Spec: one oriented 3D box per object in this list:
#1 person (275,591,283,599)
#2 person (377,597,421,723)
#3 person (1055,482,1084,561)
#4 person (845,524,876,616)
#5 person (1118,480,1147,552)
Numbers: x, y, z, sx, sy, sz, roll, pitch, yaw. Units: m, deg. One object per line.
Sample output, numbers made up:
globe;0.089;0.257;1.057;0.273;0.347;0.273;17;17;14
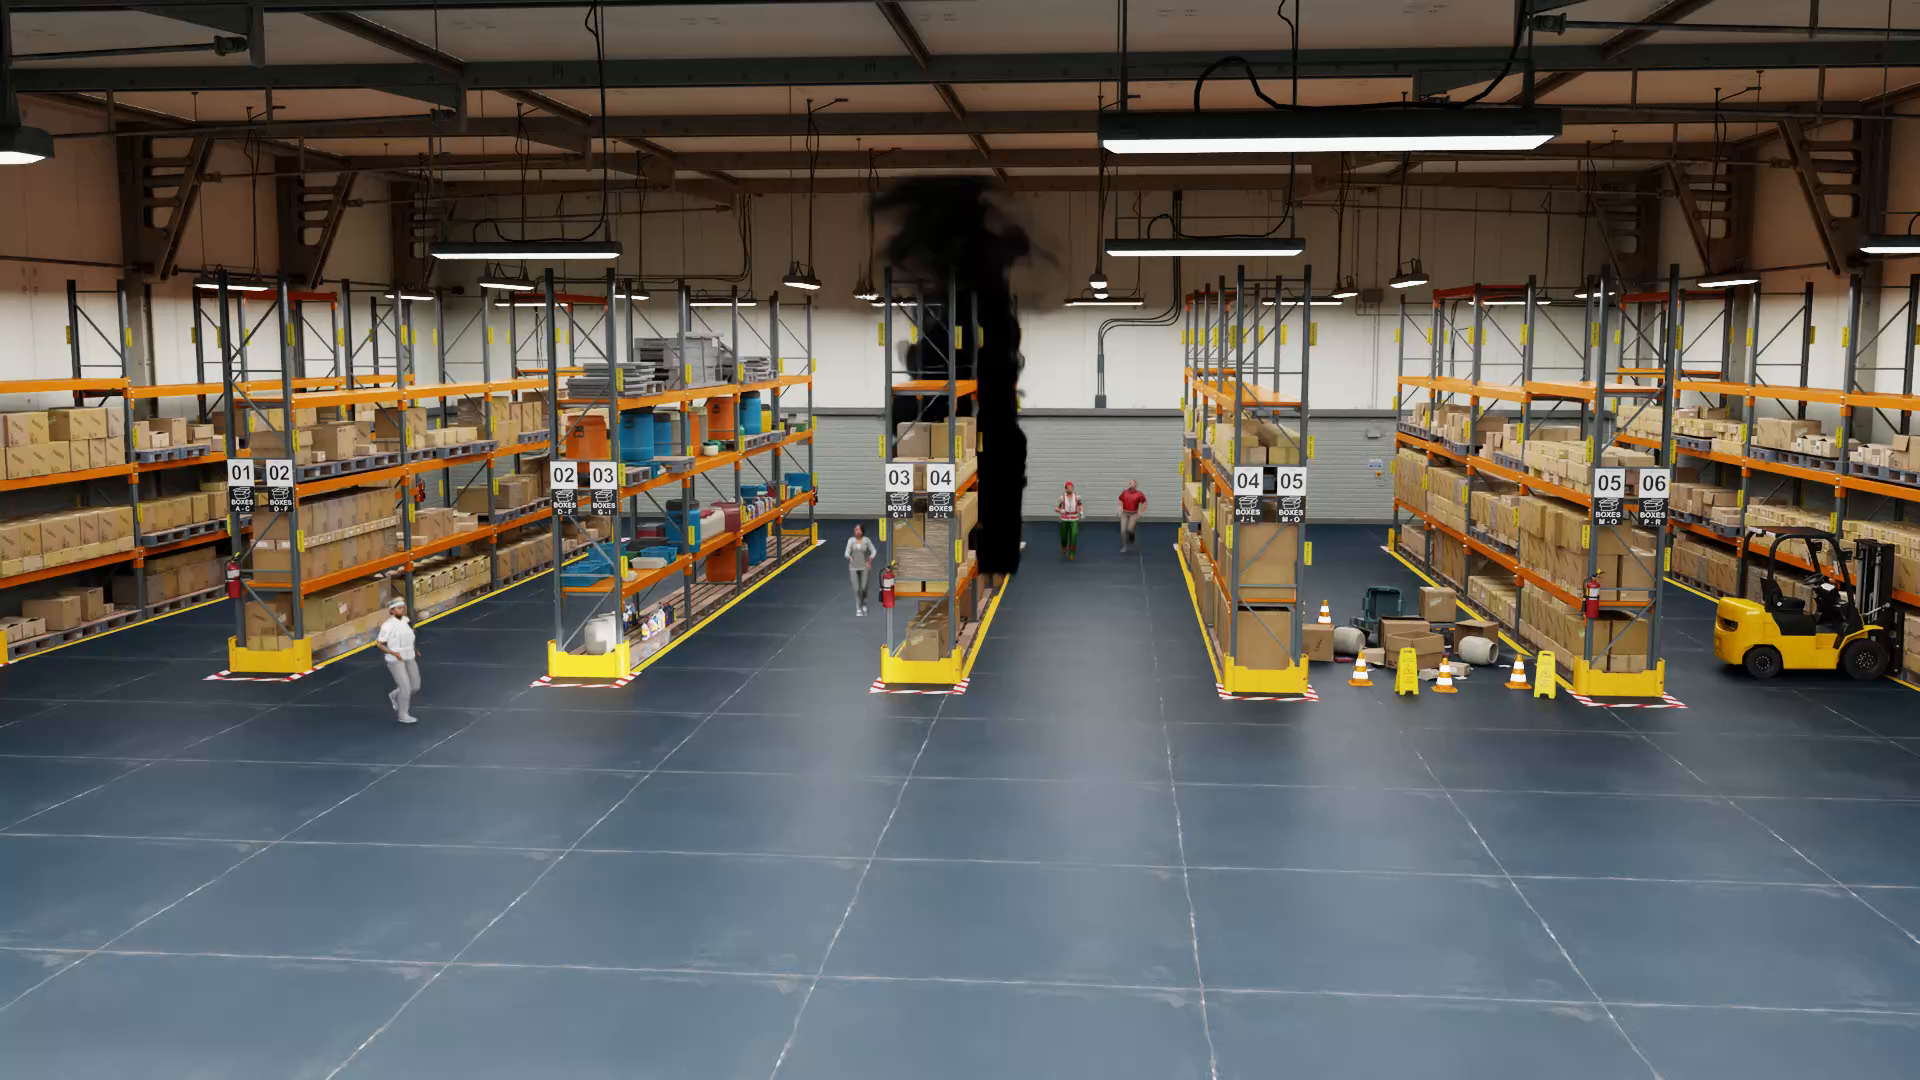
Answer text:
person;-11.557;0.733;28.627;0.620;1.603;0.843;0;7;1
person;-7.326;1.555;21.709;0.574;1.645;0.574;4;8;31
person;2.470;-0.433;37.537;0.671;1.763;0.921;0;7;0
person;-1.695;0.522;28.118;0.524;1.587;0.543;0;7;2
person;3.975;-0.553;38.901;0.688;1.697;0.528;3;8;25
